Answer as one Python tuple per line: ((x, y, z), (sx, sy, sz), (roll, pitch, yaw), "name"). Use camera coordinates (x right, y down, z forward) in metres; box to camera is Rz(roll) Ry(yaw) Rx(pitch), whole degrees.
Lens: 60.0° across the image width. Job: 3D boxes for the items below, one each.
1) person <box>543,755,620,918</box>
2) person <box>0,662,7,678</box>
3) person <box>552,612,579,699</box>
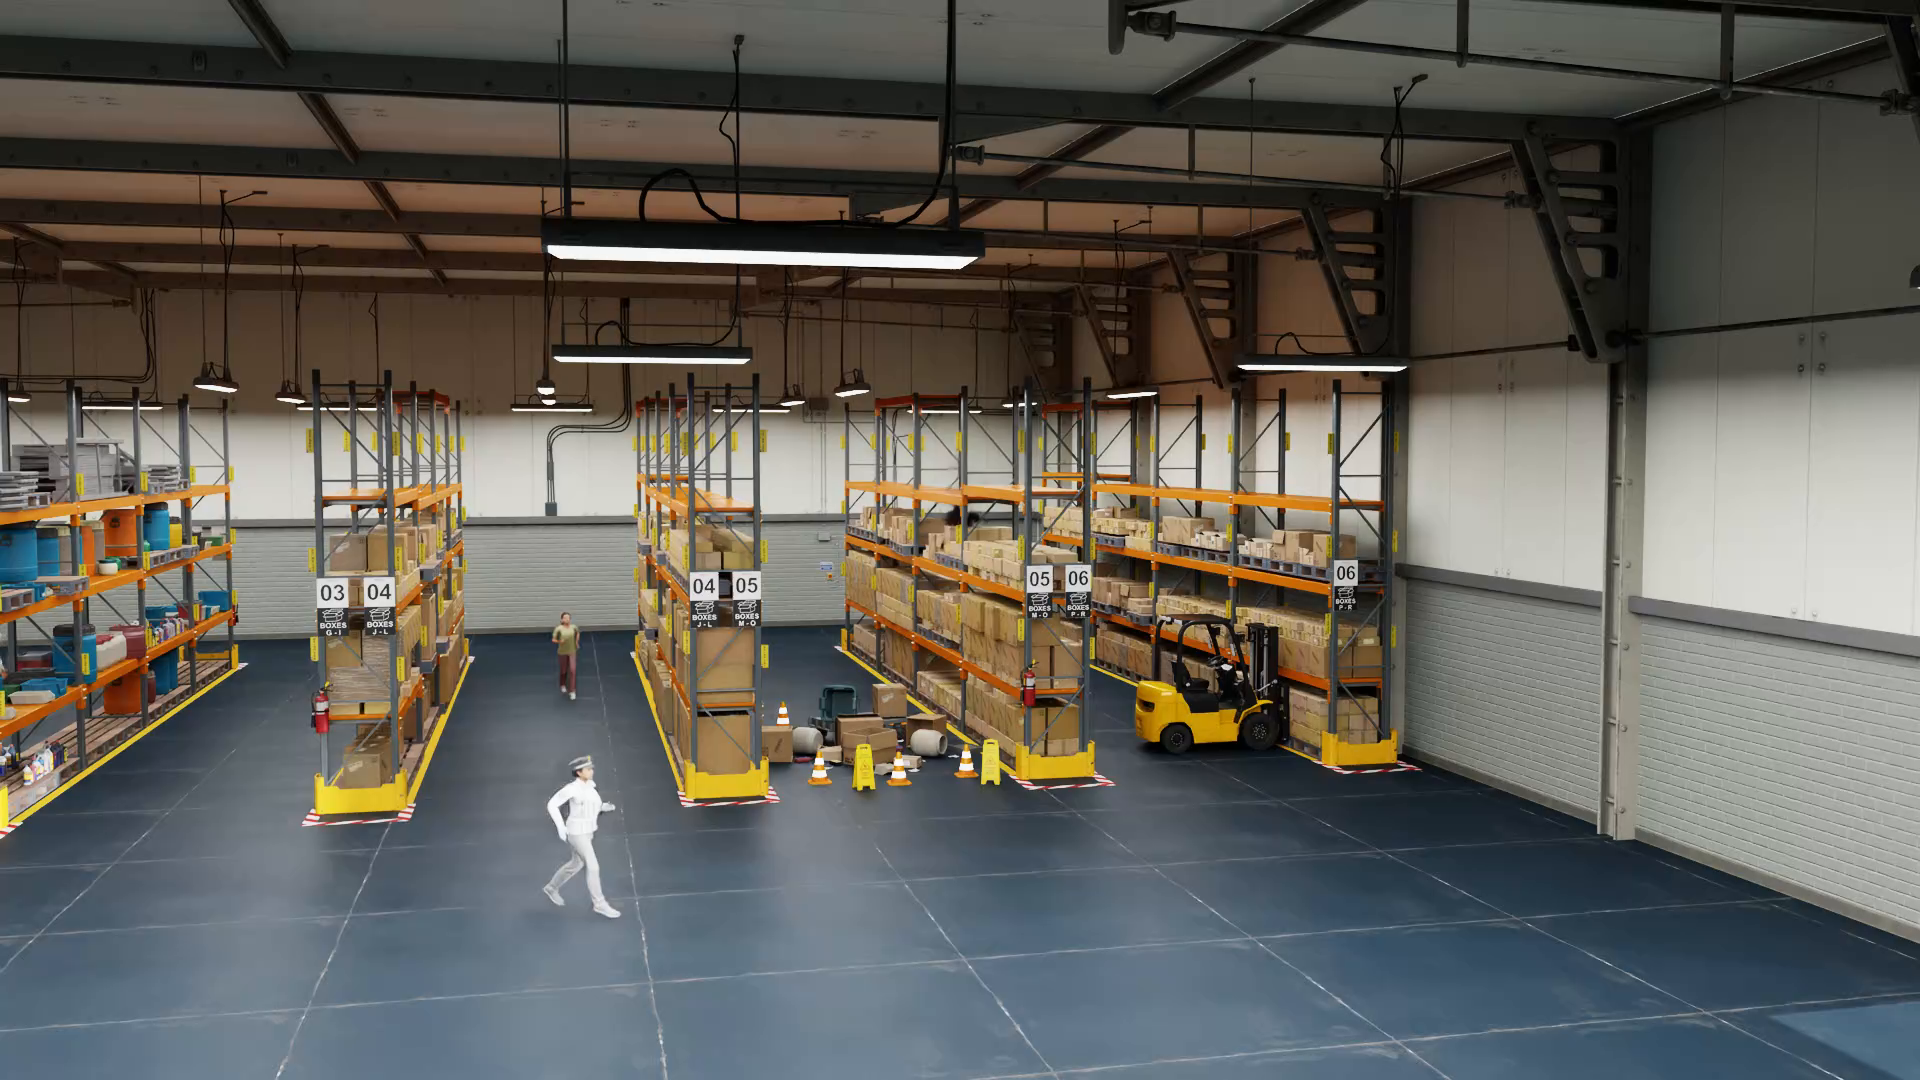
((-4.018, 3.112, 17.616), (0.909, 1.699, 0.581), (1, 3, 15), "person")
((-16.466, 2.583, 28.118), (0.612, 1.625, 0.645), (-1, 4, -22), "person")
((-7.746, 2.252, 32.752), (0.574, 1.674, 0.950), (-1, 4, -23), "person")
